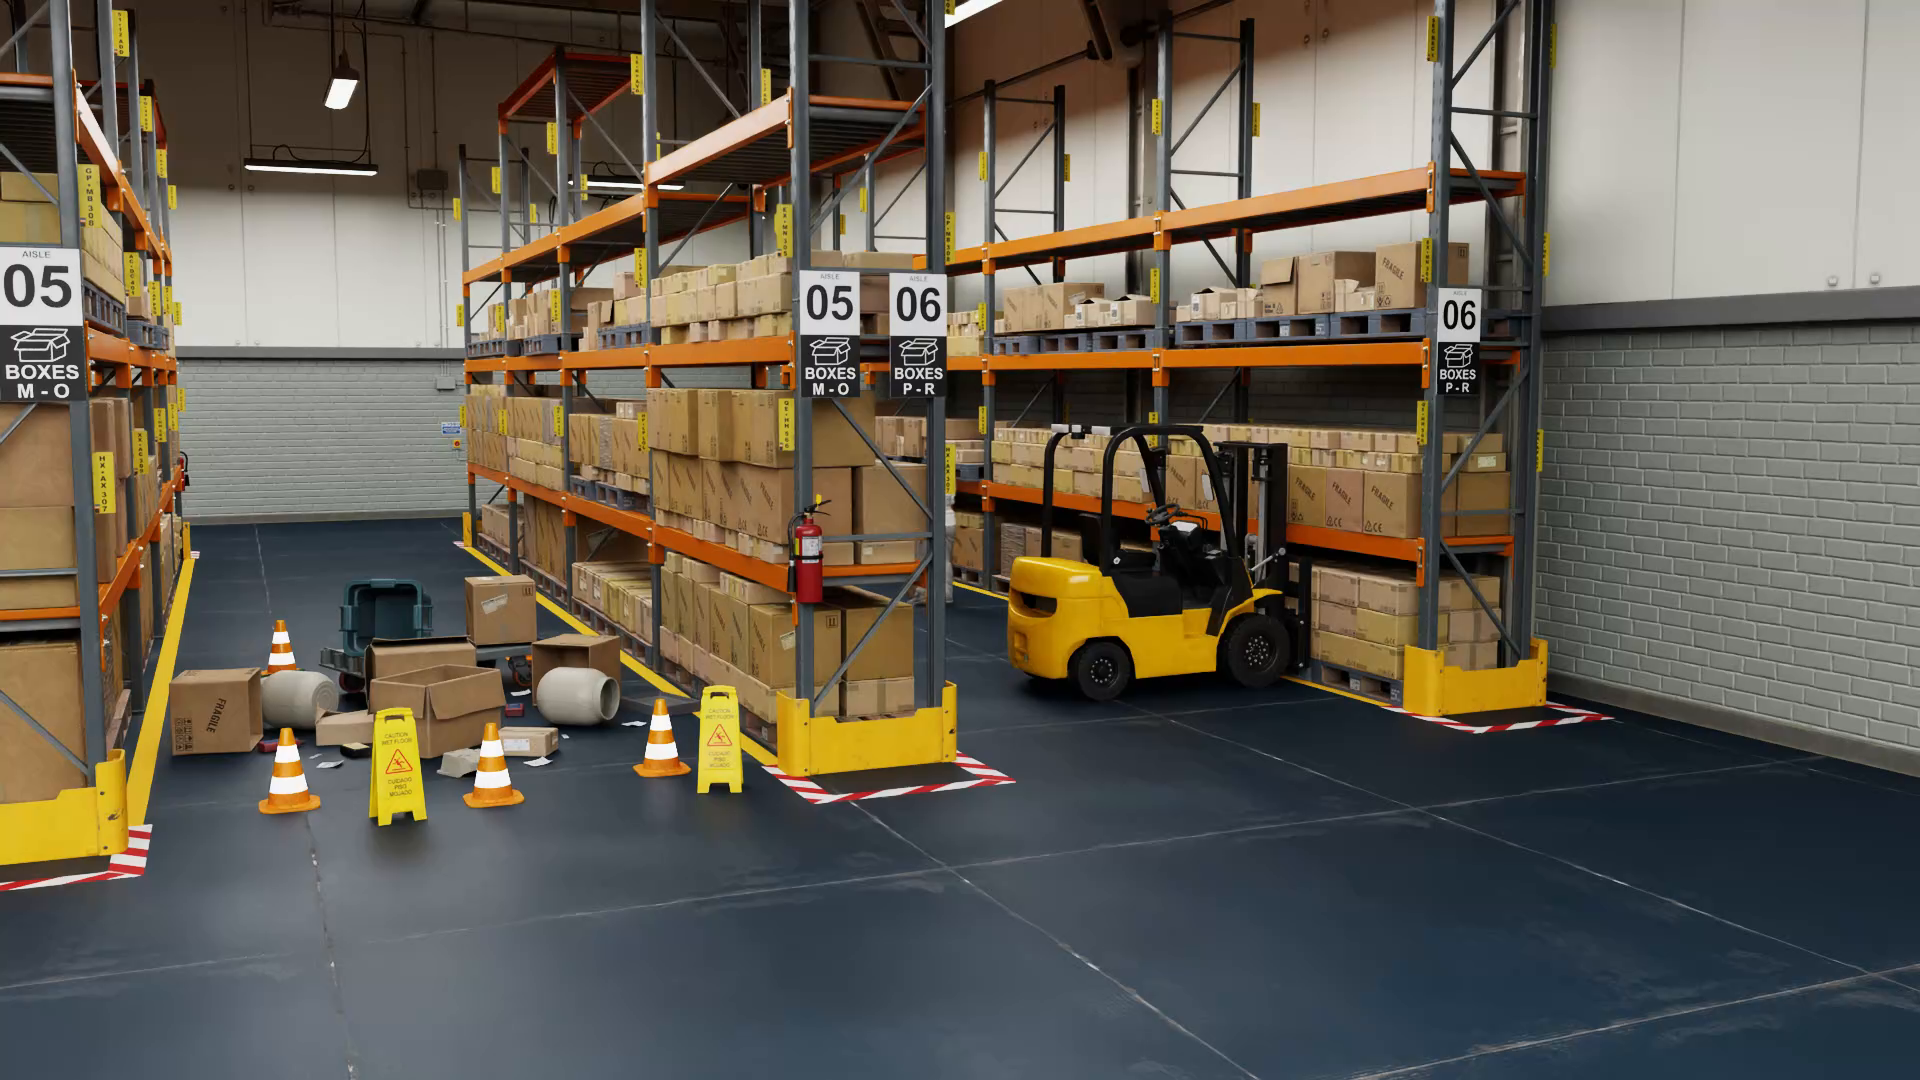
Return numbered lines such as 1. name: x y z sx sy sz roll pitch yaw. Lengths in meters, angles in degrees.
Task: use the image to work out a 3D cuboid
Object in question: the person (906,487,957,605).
1. person: -0.301 -0.101 18.663 0.497 1.689 0.498 -5 7 -40
